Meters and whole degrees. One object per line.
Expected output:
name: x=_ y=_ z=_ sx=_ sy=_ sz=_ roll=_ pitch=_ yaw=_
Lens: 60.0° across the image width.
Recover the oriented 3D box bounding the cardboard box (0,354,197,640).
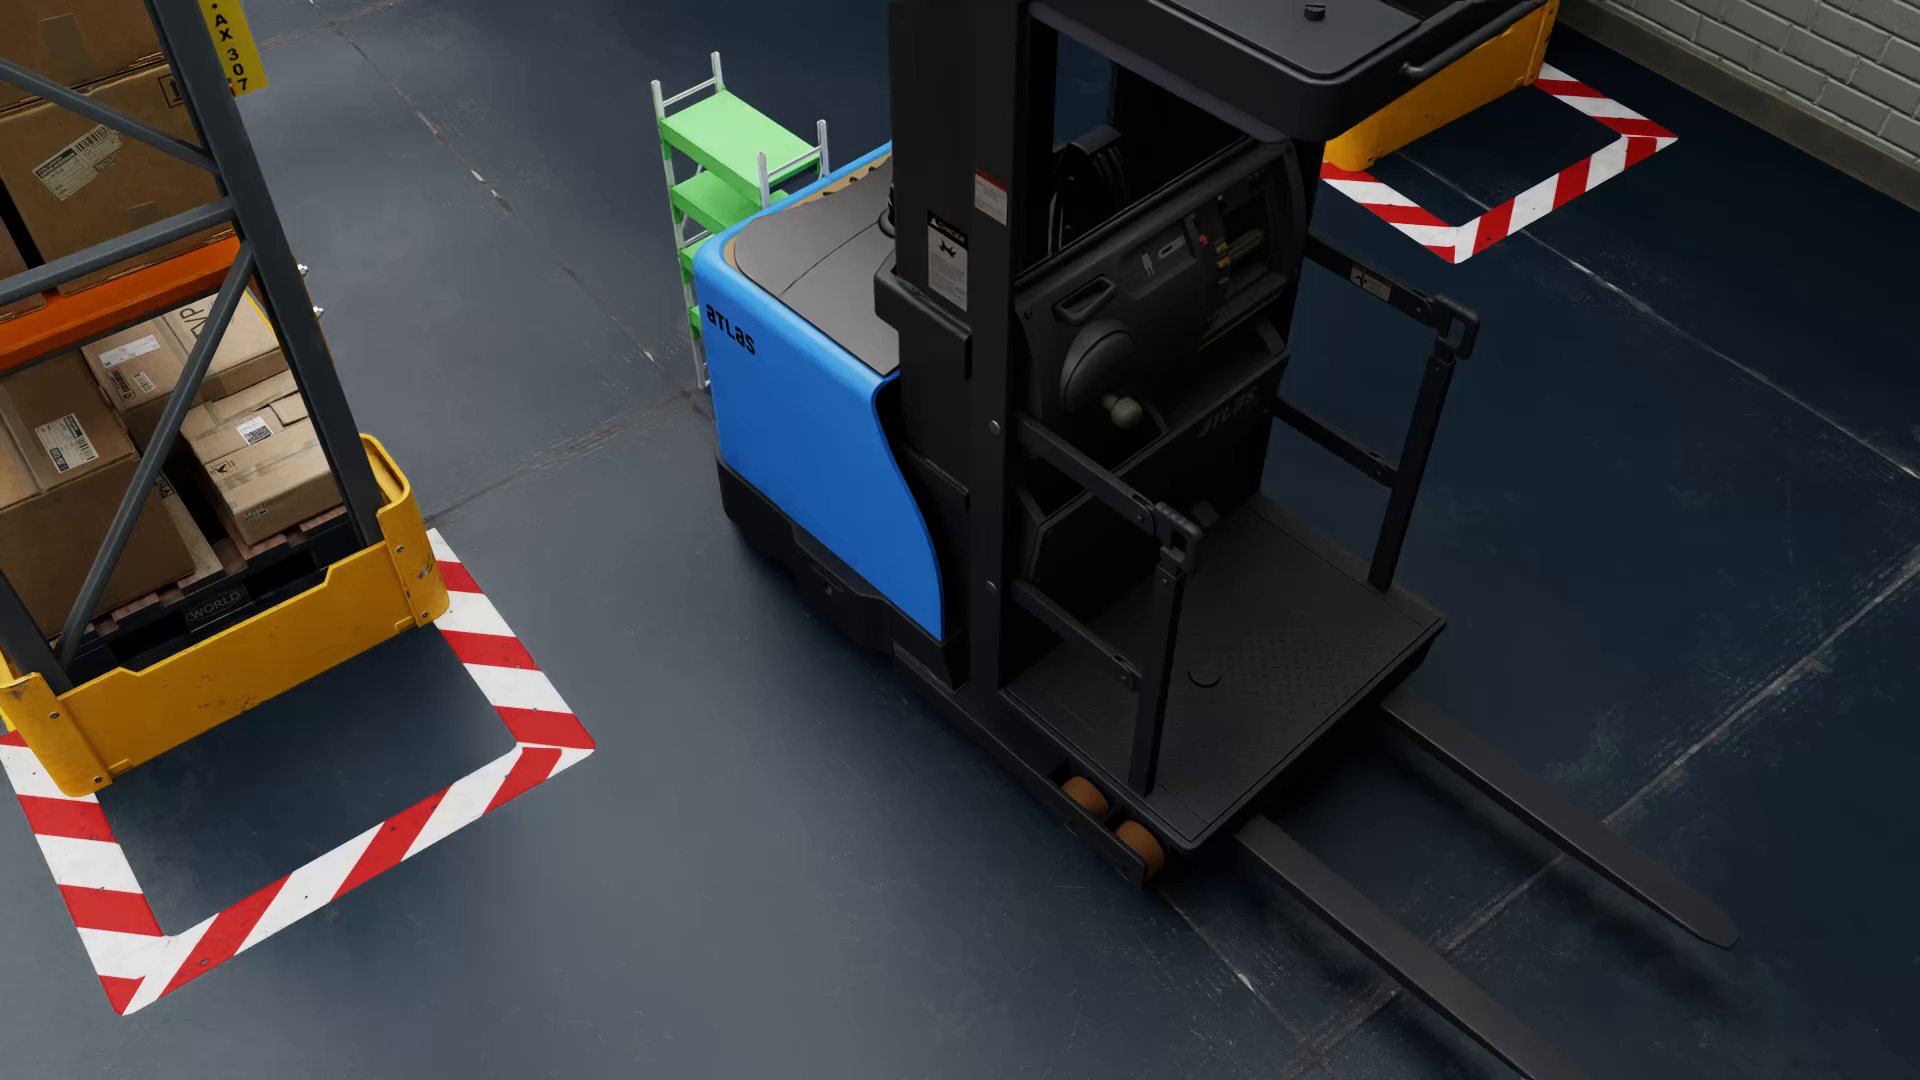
cardboard box: x=-2.579 y=-0.112 z=4.717 sx=0.500 sy=0.500 sz=0.500 roll=-29 pitch=54 yaw=-24

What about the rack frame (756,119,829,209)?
rack frame: x=-0.471 y=-0.724 z=5.097 sx=0.240 sy=1.200 sz=0.015 roll=-35 pitch=57 yaw=-28

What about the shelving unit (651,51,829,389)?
shelving unit: x=-0.639 y=-0.855 z=5.215 sx=0.258 sy=1.200 sz=0.503 roll=-35 pitch=57 yaw=-28

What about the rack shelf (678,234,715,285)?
rack shelf: x=-0.639 y=-0.812 z=5.263 sx=0.258 sy=0.148 sz=0.480 roll=-35 pitch=57 yaw=-28

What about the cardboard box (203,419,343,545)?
cardboard box: x=-2.034 y=-0.185 z=5.021 sx=0.380 sy=0.149 sz=0.250 roll=-29 pitch=54 yaw=-24

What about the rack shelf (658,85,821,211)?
rack shelf: x=-0.639 y=-1.135 z=4.907 sx=0.258 sy=0.148 sz=0.480 roll=-35 pitch=57 yaw=-28

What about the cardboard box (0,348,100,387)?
cardboard box: x=-3.130 y=-0.602 z=5.330 sx=0.500 sy=0.250 sz=0.500 roll=-29 pitch=54 yaw=-24

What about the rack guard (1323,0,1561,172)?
rack guard: x=1.901 y=-1.965 z=6.694 sx=1.175 sy=0.500 sz=0.348 roll=-29 pitch=54 yaw=-24

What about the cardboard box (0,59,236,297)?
cardboard box: x=-2.113 y=-1.007 z=4.071 sx=0.500 sy=0.500 sz=0.500 roll=-28 pitch=54 yaw=-23

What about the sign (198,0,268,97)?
sign: x=-1.622 y=-1.128 z=3.664 sx=0.100 sy=0.325 sz=0.005 roll=-29 pitch=54 yaw=-24

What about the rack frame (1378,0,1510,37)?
rack frame: x=1.886 y=-2.818 z=5.780 sx=1.000 sy=3.000 sz=0.127 roll=-29 pitch=54 yaw=-24

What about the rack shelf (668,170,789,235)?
rack shelf: x=-0.639 y=-0.973 z=5.085 sx=0.258 sy=0.148 sz=0.480 roll=-35 pitch=57 yaw=-28

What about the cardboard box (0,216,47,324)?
cardboard box: x=-2.542 y=-0.770 z=3.856 sx=0.500 sy=0.500 sz=0.500 roll=-28 pitch=54 yaw=-23

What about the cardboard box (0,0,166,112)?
cardboard box: x=-2.113 y=-1.343 z=3.701 sx=0.500 sy=0.500 sz=0.500 roll=-28 pitch=54 yaw=-23

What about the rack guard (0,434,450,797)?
rack guard: x=-2.100 y=0.201 z=4.731 sx=1.175 sy=0.500 sz=0.348 roll=-29 pitch=54 yaw=-24

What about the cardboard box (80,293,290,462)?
cardboard box: x=-2.460 y=-0.561 z=5.293 sx=0.500 sy=0.250 sz=0.500 roll=-29 pitch=54 yaw=-24

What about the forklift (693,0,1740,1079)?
forklift: x=0.630 y=-0.511 z=3.735 sx=1.130 sy=2.935 sz=3.031 roll=-35 pitch=57 yaw=-28

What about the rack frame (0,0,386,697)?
rack frame: x=-2.054 y=-0.594 z=3.764 sx=1.000 sy=3.000 sz=0.127 roll=-29 pitch=54 yaw=-24

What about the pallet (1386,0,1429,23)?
pallet: x=1.340 y=-2.318 z=7.209 sx=1.003 sy=0.211 sz=1.213 roll=-29 pitch=54 yaw=-24

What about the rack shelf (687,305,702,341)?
rack shelf: x=-0.639 y=-0.651 z=5.441 sx=0.258 sy=0.148 sz=0.480 roll=-35 pitch=57 yaw=-28

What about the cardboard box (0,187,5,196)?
cardboard box: x=-2.429 y=-1.309 z=4.345 sx=0.500 sy=0.500 sz=0.500 roll=-30 pitch=54 yaw=-24

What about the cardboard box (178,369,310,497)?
cardboard box: x=-2.185 y=-0.339 z=5.148 sx=0.380 sy=0.166 sz=0.250 roll=-29 pitch=54 yaw=-24

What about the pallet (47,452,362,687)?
pallet: x=-2.583 y=-0.172 z=5.263 sx=1.003 sy=0.211 sz=1.213 roll=-29 pitch=54 yaw=-24

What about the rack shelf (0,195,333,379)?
rack shelf: x=-3.265 y=-1.532 z=5.099 sx=1.077 sy=0.370 sz=4.000 roll=-29 pitch=54 yaw=-24

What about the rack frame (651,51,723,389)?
rack frame: x=-0.807 y=-0.986 z=5.334 sx=0.240 sy=1.200 sz=0.015 roll=-35 pitch=57 yaw=-28

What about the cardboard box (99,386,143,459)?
cardboard box: x=-2.753 y=-0.279 z=5.094 sx=0.380 sy=0.166 sz=0.250 roll=-29 pitch=54 yaw=-24
